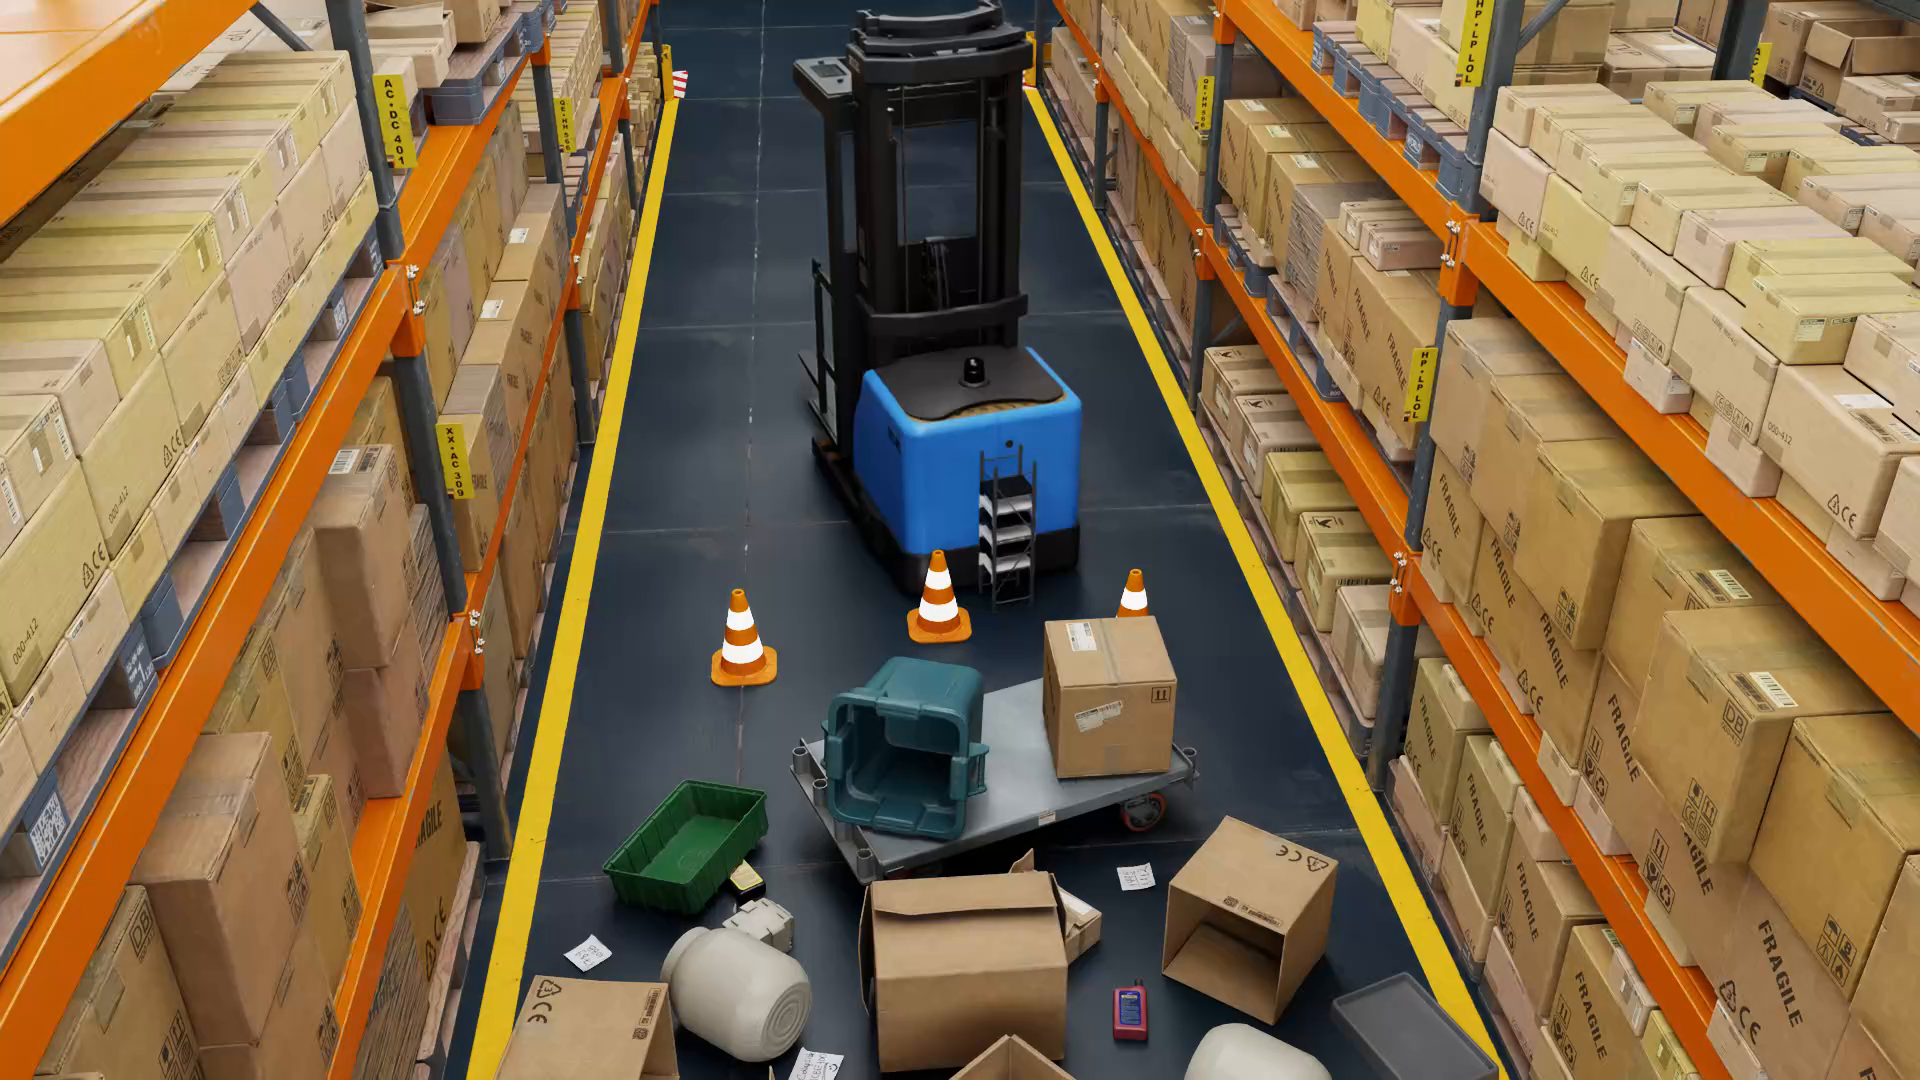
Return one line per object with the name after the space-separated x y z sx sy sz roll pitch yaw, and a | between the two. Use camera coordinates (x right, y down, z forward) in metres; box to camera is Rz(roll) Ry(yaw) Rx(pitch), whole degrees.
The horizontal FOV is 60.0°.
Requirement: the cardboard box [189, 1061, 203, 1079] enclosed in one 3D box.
-2.278 1.641 3.931 0.875 0.550 0.550 -3 31 -5 | cardboard box

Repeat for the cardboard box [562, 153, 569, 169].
-2.764 -2.497 10.841 0.380 0.149 0.250 -1 31 -2 | cardboard box

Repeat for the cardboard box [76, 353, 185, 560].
-2.011 -0.177 3.546 0.500 0.250 0.500 -3 31 -5 | cardboard box

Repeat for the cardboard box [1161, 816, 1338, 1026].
1.165 1.526 6.706 0.500 0.500 0.500 20 36 29 | cardboard box

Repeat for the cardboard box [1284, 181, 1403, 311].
2.009 -1.519 8.570 0.500 0.500 0.500 -4 31 -6 | cardboard box

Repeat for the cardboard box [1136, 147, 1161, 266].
1.902 -2.738 13.070 0.875 0.875 0.875 -2 31 -3 | cardboard box

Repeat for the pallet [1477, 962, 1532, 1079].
2.635 2.004 6.189 1.003 0.211 1.213 -3 31 -5 | pallet

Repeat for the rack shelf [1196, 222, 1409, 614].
2.233 -0.871 8.984 1.077 0.370 4.000 -3 31 -5 | rack shelf

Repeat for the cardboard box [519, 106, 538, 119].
-2.751 -2.622 10.470 0.380 0.149 0.250 -4 31 -6 | cardboard box

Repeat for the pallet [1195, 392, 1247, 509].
2.118 -0.605 10.556 1.003 0.211 1.213 -3 31 -5 | pallet

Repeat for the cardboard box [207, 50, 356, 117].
-2.147 -1.444 5.277 0.380 0.149 0.250 -3 31 -5 | cardboard box

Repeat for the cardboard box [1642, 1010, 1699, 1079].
2.338 1.574 5.097 0.380 0.149 0.250 -2 31 -4 | cardboard box

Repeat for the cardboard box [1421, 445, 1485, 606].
2.184 -0.091 6.590 0.500 0.500 0.500 -3 31 -5 | cardboard box

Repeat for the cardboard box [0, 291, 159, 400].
-1.957 -0.408 3.543 0.380 0.149 0.250 -3 31 -5 | cardboard box

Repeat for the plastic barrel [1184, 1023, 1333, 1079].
1.093 2.008 5.976 0.512 0.421 0.421 20 36 29 | plastic barrel

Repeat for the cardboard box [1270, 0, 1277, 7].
1.930 -3.132 9.273 0.396 0.266 0.258 -3 31 -5 | cardboard box

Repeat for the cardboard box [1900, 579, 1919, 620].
2.478 0.140 3.911 0.380 0.149 0.250 -3 31 -4 | cardboard box

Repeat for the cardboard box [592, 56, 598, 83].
-2.966 -3.573 12.643 0.380 0.149 0.250 -3 31 -5 | cardboard box

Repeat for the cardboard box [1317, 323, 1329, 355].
2.016 -1.002 8.338 0.380 0.149 0.250 -3 31 -5 | cardboard box

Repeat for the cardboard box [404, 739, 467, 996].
-2.510 1.187 6.501 0.875 0.875 0.875 -2 31 -4 | cardboard box

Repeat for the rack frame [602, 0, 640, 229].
-3.246 -3.954 13.445 1.000 3.000 0.127 -3 31 -5 | rack frame

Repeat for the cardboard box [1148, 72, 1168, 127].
1.628 -3.108 11.687 0.500 0.250 0.500 -4 31 -6 | cardboard box

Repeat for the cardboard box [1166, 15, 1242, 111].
1.681 -3.186 11.086 0.500 0.500 0.500 -2 31 -4 | cardboard box

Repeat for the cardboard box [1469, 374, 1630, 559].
2.271 -0.262 5.900 0.700 0.500 0.500 -3 31 -4 | cardboard box

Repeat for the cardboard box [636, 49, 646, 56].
-3.352 -4.819 16.683 0.380 0.149 0.250 -2 31 -4 | cardboard box

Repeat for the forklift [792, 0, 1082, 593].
-0.297 -1.710 9.755 1.130 2.935 3.031 -10 32 -17 | forklift

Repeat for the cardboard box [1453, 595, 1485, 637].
2.205 0.252 6.648 0.380 0.149 0.250 -2 31 -3 | cardboard box

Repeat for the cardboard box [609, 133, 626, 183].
-2.925 -3.015 13.170 0.500 0.250 0.500 -4 31 -6 | cardboard box

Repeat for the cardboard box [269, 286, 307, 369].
-2.051 -0.584 4.615 0.380 0.149 0.250 -2 31 -4 | cardboard box

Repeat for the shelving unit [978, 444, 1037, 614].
0.254 -0.054 8.963 0.258 0.900 0.210 -10 32 -17 | shelving unit

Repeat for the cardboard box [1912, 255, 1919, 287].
2.907 -0.742 4.610 0.380 0.149 0.250 -2 31 -4 | cardboard box

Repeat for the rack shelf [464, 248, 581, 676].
-2.686 -0.582 8.501 1.077 0.370 4.000 -3 31 -5 | rack shelf

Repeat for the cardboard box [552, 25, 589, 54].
-2.942 -3.683 12.247 0.380 0.149 0.250 -3 31 -5 | cardboard box

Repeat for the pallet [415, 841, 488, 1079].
-2.506 1.719 6.666 1.003 0.211 1.213 -3 31 -5 | pallet

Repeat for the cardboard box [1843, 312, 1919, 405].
2.454 -0.452 4.124 0.380 0.149 0.250 -4 31 -6 | cardboard box

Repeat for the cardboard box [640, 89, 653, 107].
-3.175 -4.296 16.097 0.380 0.149 0.250 -2 31 -4 | cardboard box

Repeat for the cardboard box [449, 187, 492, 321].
-2.694 -1.374 8.052 0.700 0.500 0.500 -3 31 -5 | cardboard box

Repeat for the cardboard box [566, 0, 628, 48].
-3.042 -4.390 13.786 0.500 0.500 0.500 -3 31 -5 | cardboard box

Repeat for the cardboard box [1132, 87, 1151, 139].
1.570 -3.159 12.260 0.500 0.250 0.500 -3 31 -5 | cardboard box

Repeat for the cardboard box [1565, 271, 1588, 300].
2.307 -0.910 5.668 0.380 0.149 0.250 -3 31 -5 | cardboard box

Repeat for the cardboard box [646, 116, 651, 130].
-3.172 -4.035 15.951 0.380 0.149 0.250 -2 31 -4 | cardboard box

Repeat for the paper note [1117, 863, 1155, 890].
0.771 1.468 7.262 0.148 0.019 0.142 -3 31 -5 | paper note

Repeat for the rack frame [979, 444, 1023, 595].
0.220 -0.103 9.045 0.240 0.900 0.006 -10 32 -17 | rack frame

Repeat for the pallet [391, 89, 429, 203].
-2.634 -1.541 6.666 0.805 0.209 1.217 -4 31 -7 | pallet

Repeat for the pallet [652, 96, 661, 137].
-3.572 -4.344 16.817 1.003 0.211 1.213 -3 31 -5 | pallet

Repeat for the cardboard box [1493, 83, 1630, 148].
2.125 -1.504 5.886 0.380 0.149 0.250 -3 31 -5 | cardboard box

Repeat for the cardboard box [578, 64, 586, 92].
-2.886 -3.288 11.875 0.380 0.149 0.250 -3 31 -4 | cardboard box

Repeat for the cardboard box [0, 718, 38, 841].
-1.863 0.449 2.886 0.380 0.149 0.250 -2 31 -4 | cardboard box

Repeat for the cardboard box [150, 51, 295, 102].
-2.724 -1.669 6.334 0.500 0.250 0.500 -2 31 -4 | cardboard box

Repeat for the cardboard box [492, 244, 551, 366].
-2.471 -1.228 8.783 0.500 0.500 0.500 -3 31 -5 | cardboard box

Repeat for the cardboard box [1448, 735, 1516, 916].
2.268 1.107 6.513 0.500 0.500 0.500 -2 31 -3 | cardboard box

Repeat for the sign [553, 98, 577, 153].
-2.320 -2.437 9.776 0.100 0.325 0.005 -3 31 -5 | sign

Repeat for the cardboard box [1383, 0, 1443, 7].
2.122 -2.587 7.479 0.500 0.250 0.500 -2 31 -4 | cardboard box
